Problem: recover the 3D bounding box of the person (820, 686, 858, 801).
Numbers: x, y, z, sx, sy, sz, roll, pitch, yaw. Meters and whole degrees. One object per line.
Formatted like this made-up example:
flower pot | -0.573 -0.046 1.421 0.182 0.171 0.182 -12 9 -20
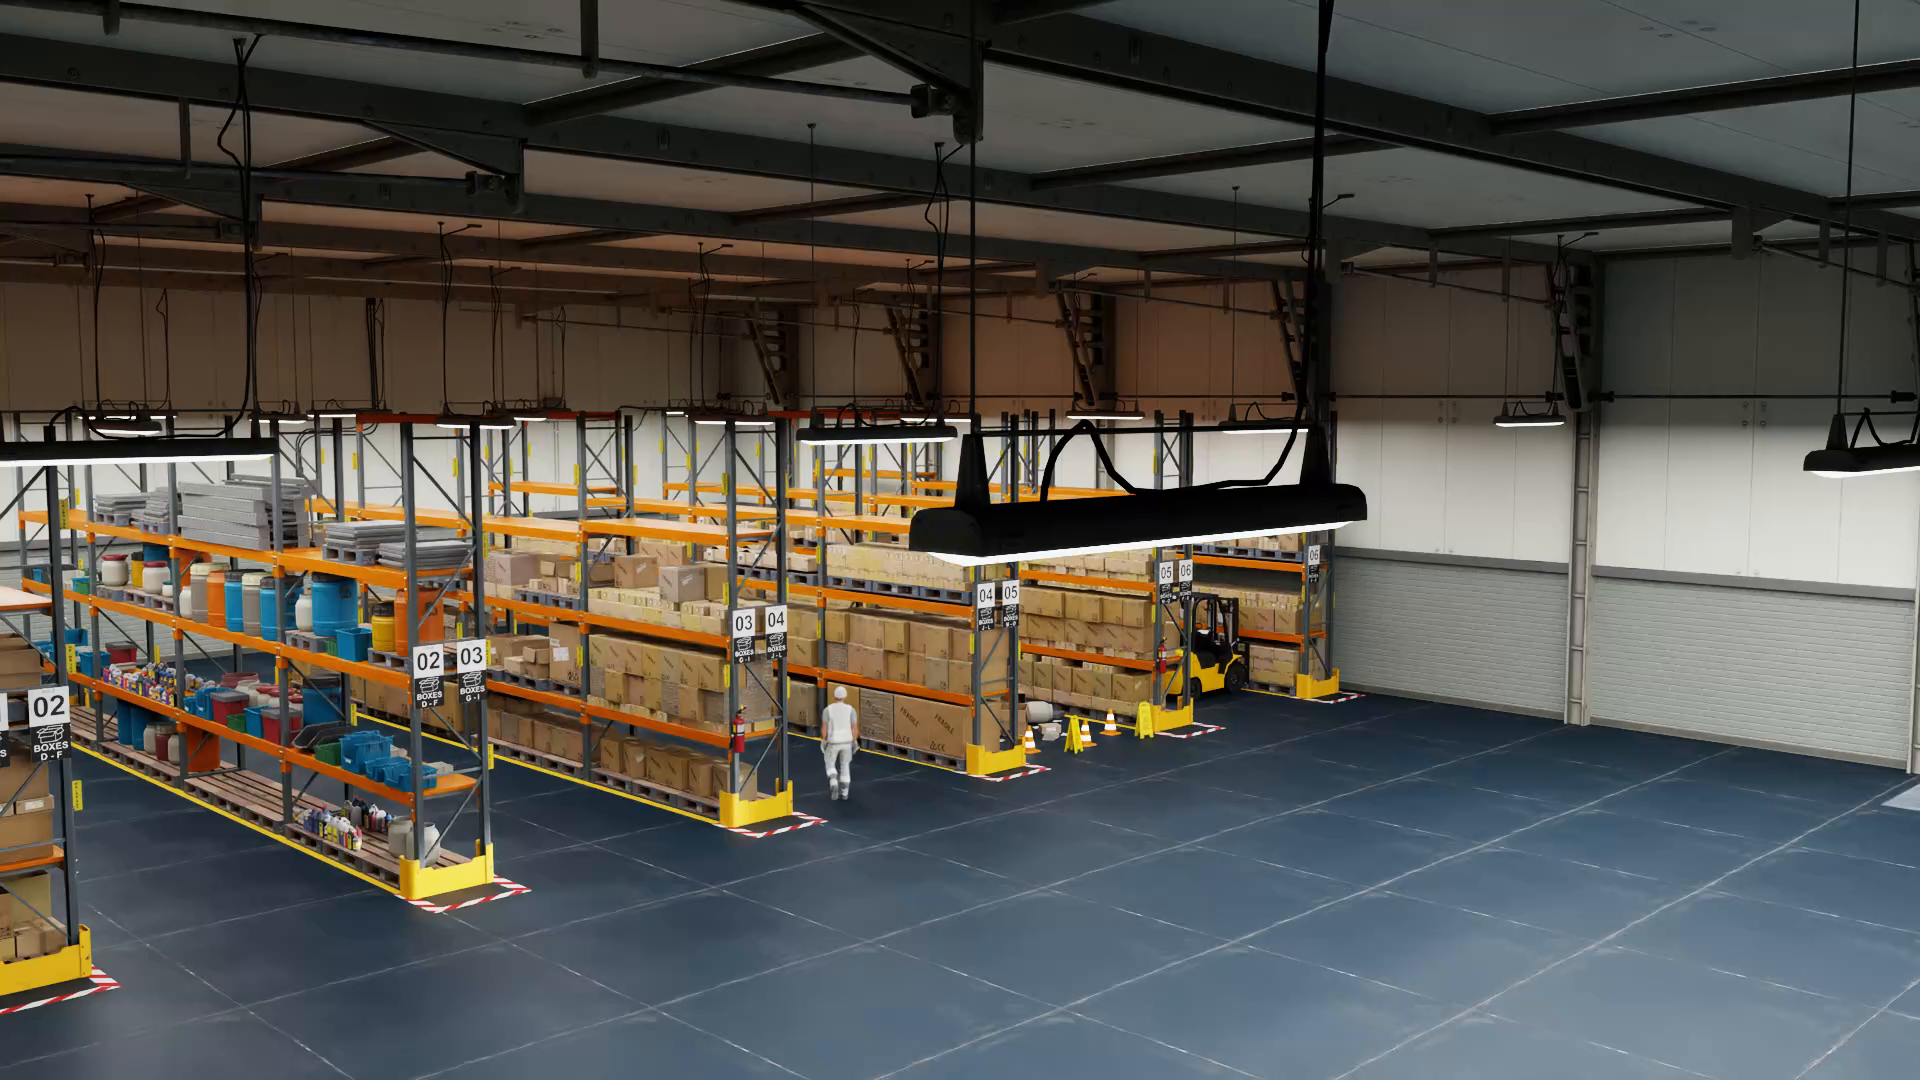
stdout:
person | -1.881 3.173 25.974 0.600 1.783 0.520 -1 5 -12
